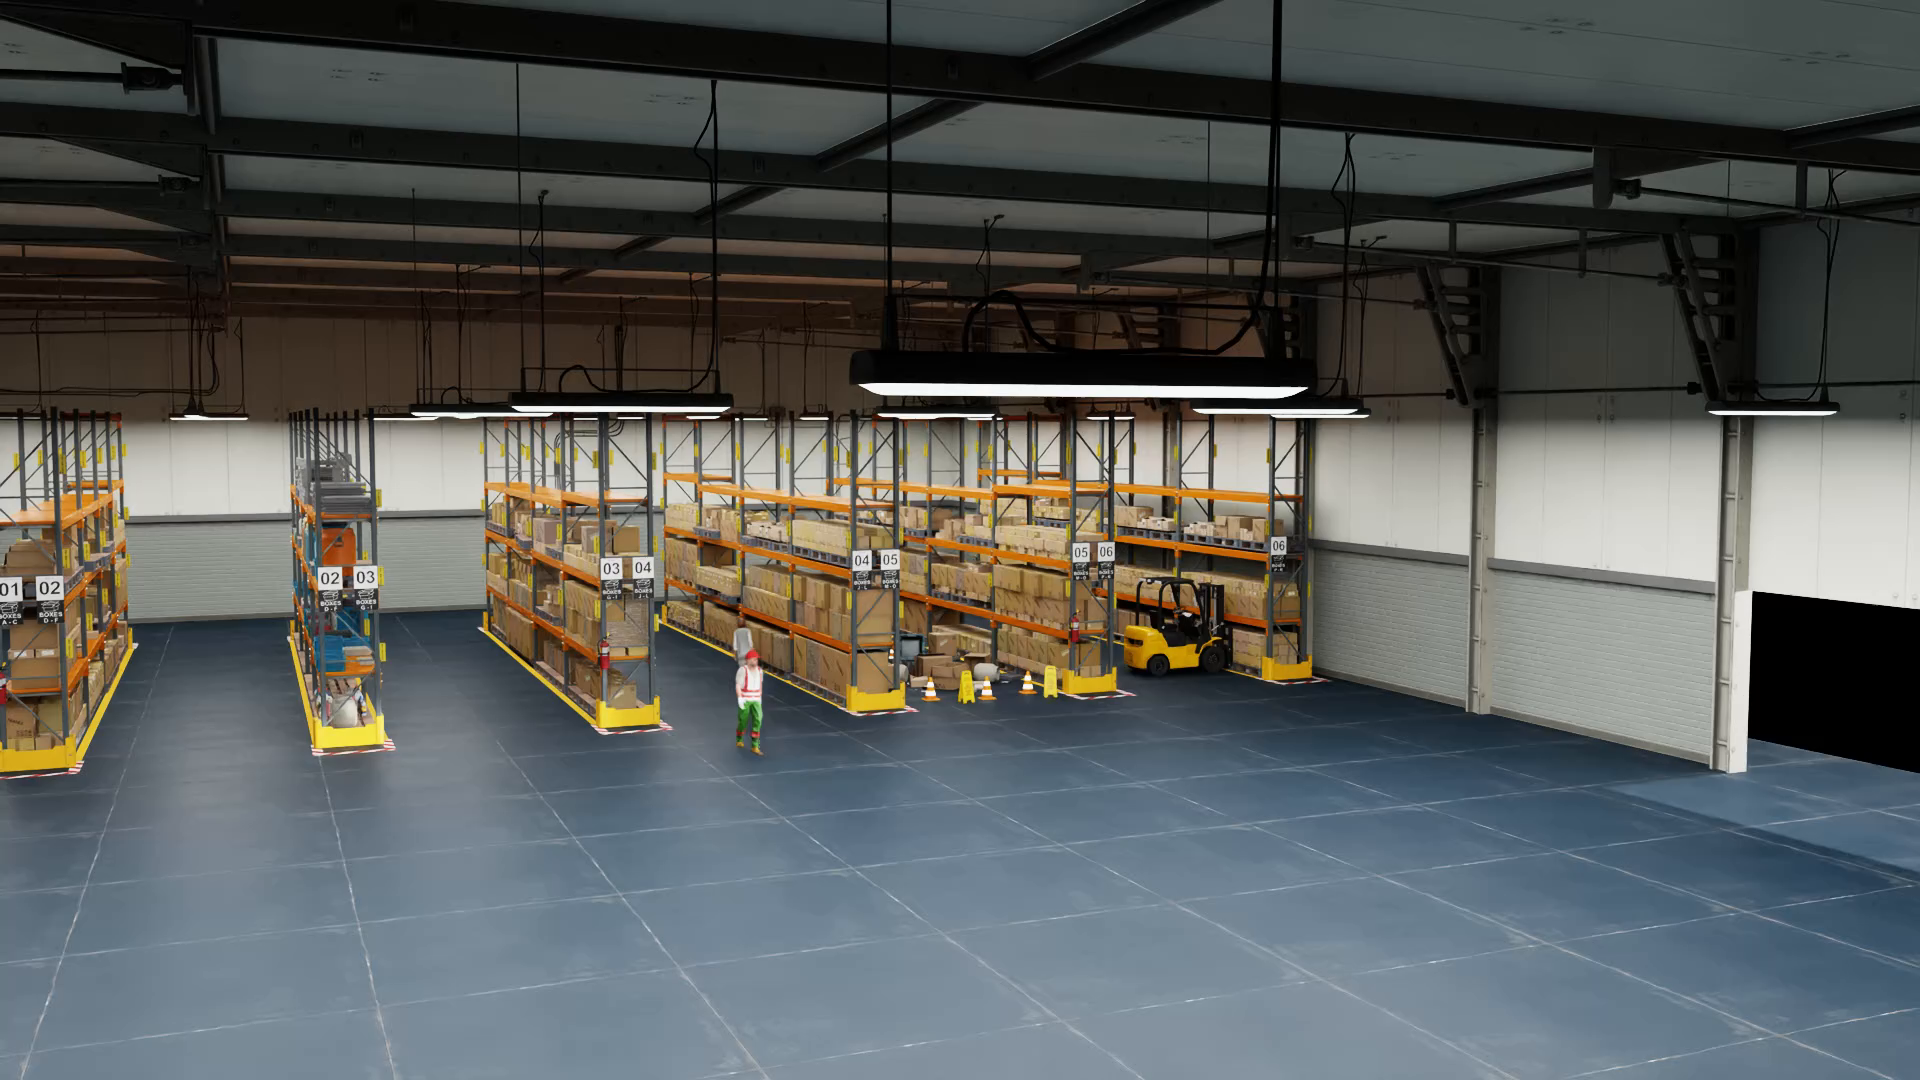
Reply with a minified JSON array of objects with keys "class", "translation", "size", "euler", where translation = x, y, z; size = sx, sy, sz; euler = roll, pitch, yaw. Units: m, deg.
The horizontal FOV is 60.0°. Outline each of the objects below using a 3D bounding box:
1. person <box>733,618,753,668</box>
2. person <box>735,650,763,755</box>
[{"class":"person","translation":[-4.587,2.459,35.348],"size":[0.456,1.555,0.439],"euler":[-1,4,-15]},{"class":"person","translation":[-3.662,2.820,29.048],"size":[0.631,1.788,0.778],"euler":[-3,5,-39]}]
